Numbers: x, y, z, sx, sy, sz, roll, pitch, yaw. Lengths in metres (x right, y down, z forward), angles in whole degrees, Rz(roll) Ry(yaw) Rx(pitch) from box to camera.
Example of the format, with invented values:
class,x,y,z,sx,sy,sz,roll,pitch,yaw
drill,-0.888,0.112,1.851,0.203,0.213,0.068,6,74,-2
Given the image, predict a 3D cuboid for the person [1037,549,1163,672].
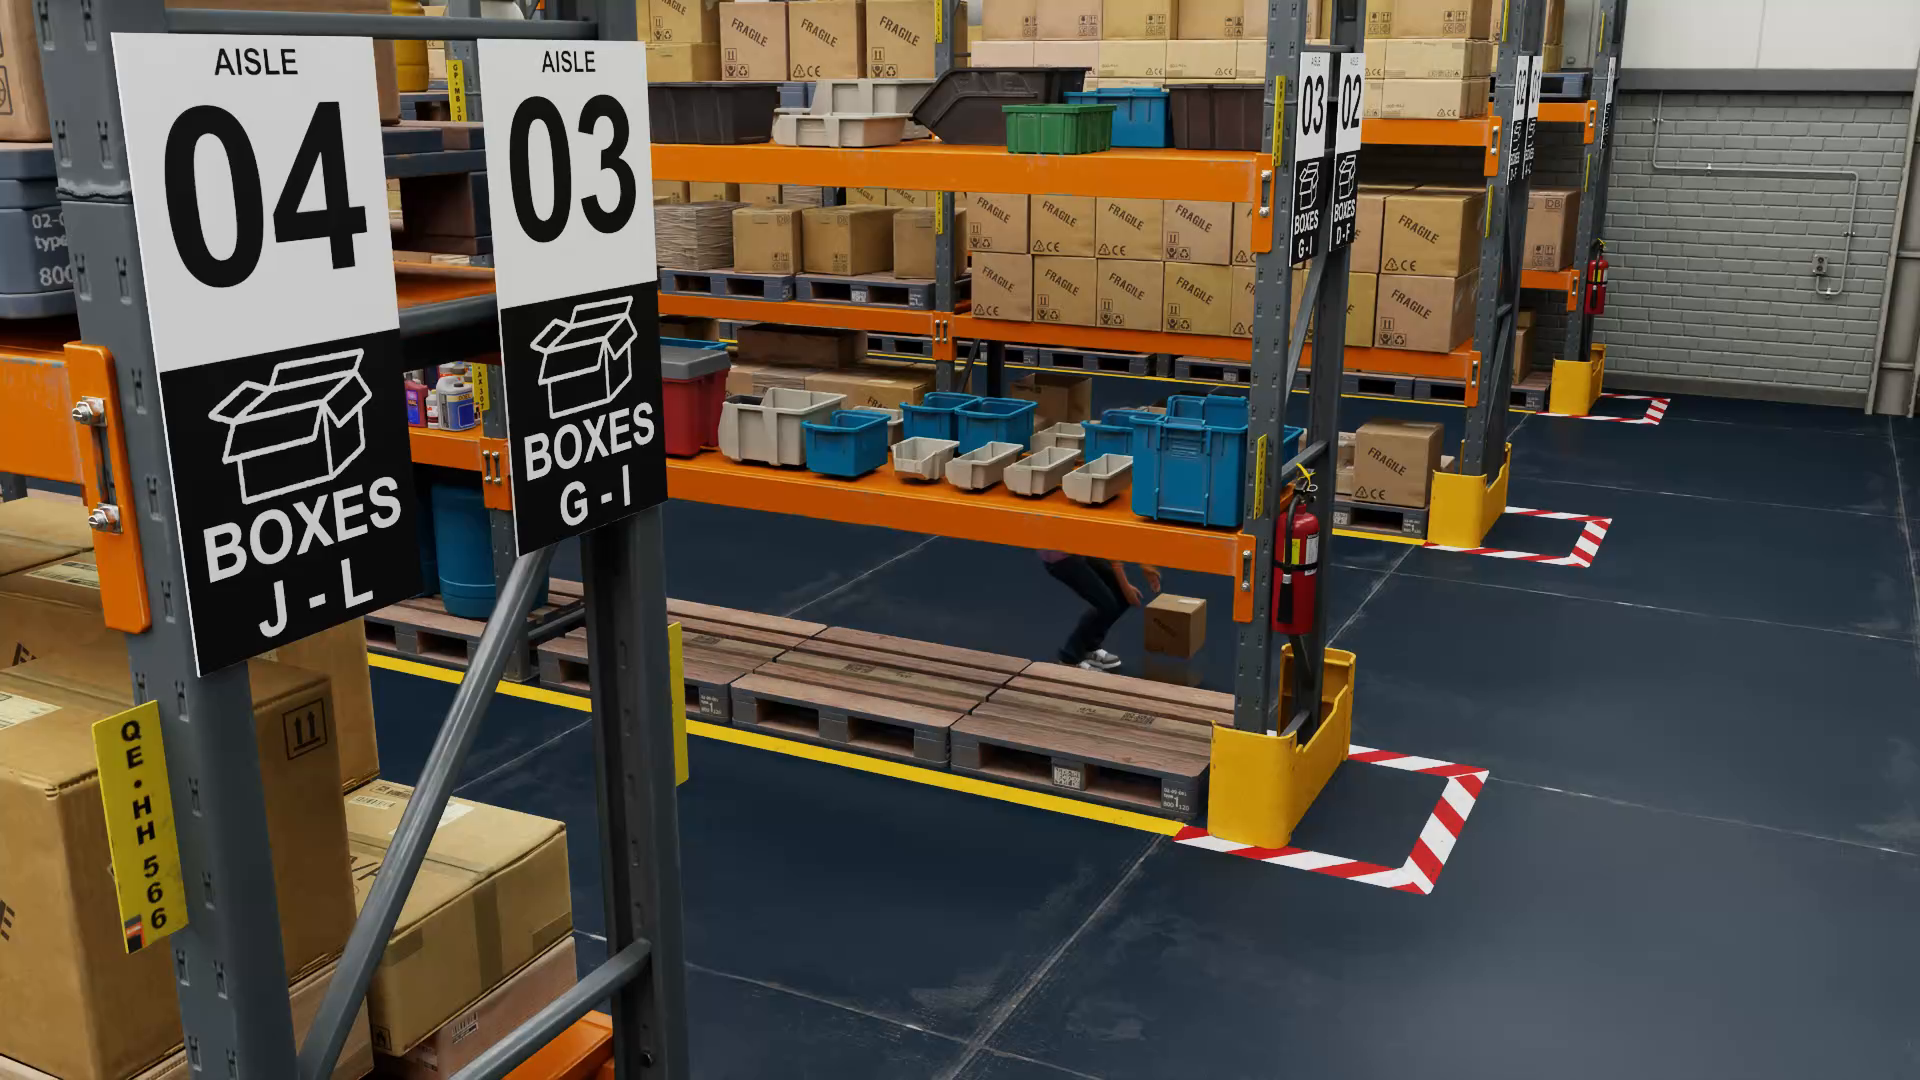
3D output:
class,x,y,z,sx,sy,sz,roll,pitch,yaw
person,0.757,0.113,8.833,0.685,1.230,0.463,8,18,25
